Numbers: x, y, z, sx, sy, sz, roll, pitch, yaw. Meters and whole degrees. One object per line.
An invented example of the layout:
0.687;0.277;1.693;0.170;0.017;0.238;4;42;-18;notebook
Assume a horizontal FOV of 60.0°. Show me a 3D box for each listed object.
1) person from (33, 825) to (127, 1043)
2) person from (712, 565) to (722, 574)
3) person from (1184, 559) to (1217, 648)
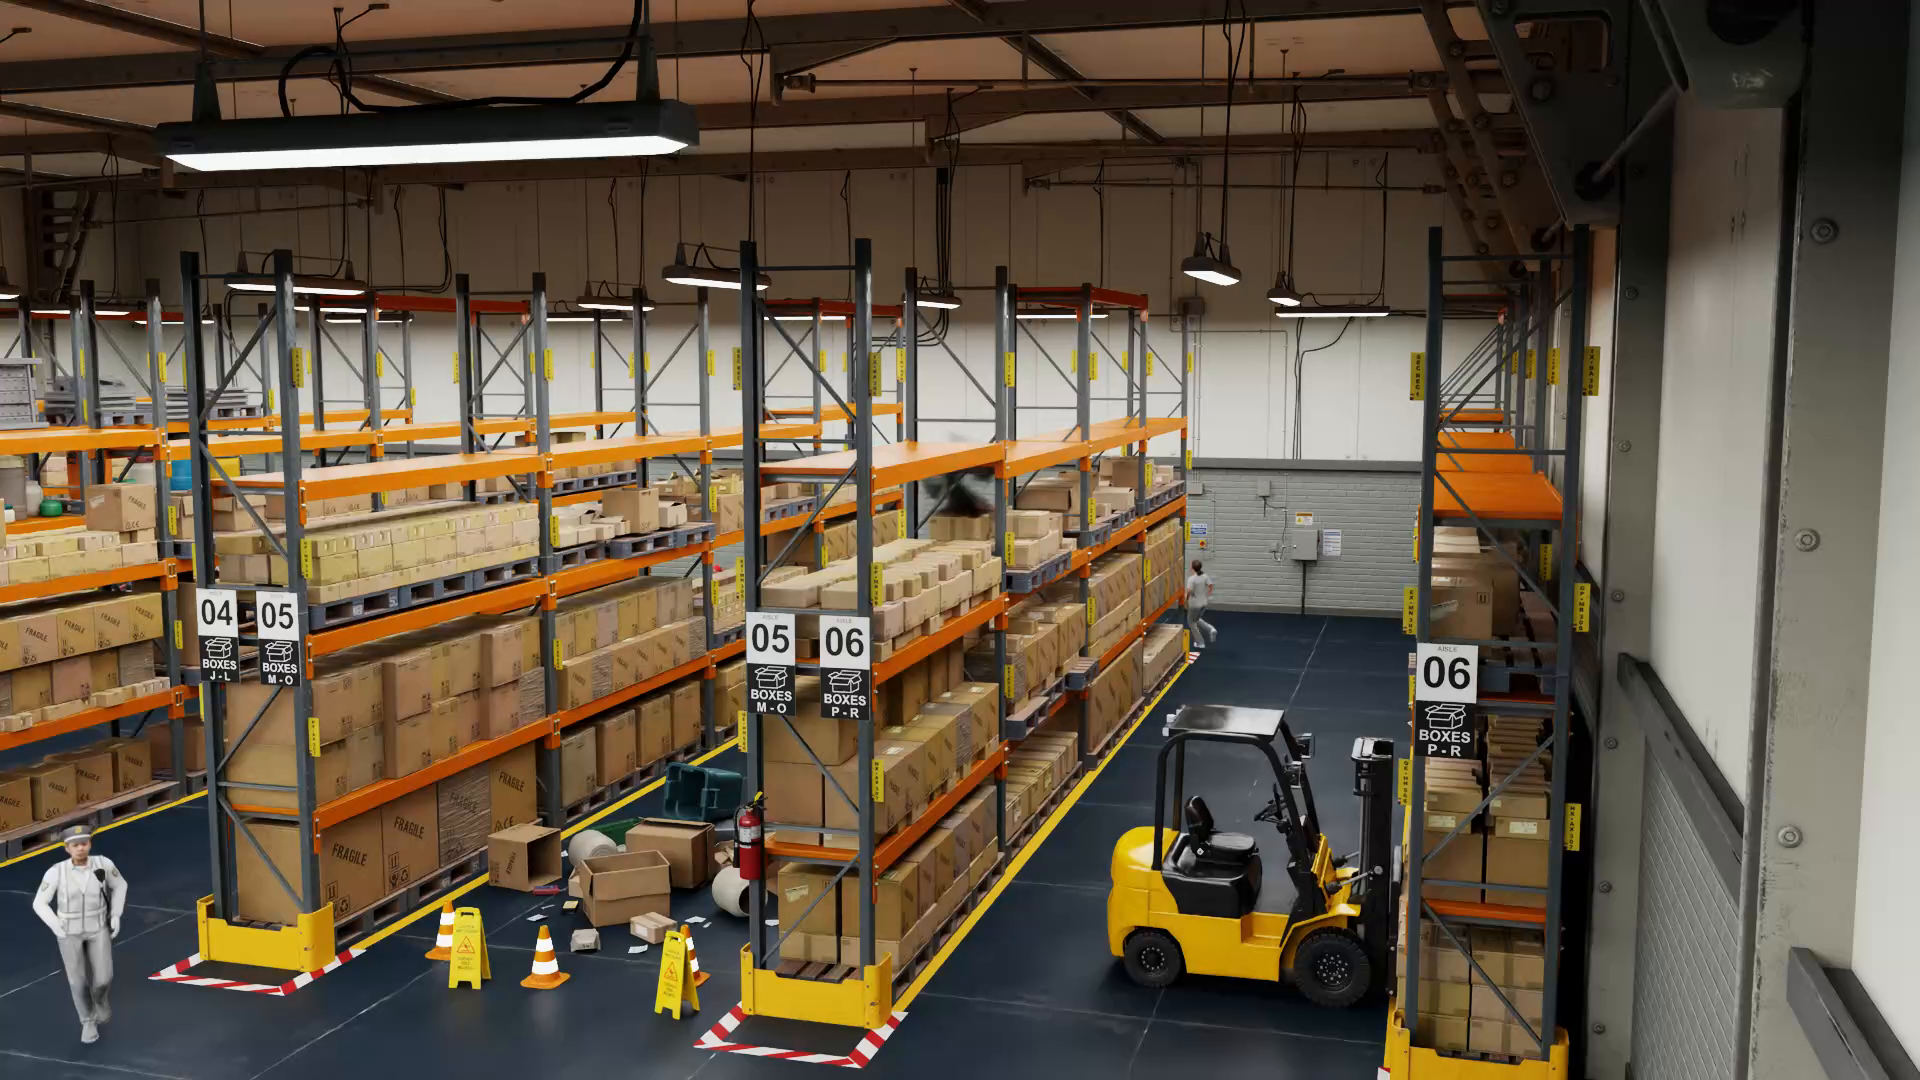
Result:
-6.597;2.954;12.518;0.643;1.674;0.542;-4;7;-31;person
-3.952;1.266;27.141;0.695;1.739;0.615;2;7;19;person
4.130;1.125;29.019;0.595;1.595;0.565;-5;8;-37;person
